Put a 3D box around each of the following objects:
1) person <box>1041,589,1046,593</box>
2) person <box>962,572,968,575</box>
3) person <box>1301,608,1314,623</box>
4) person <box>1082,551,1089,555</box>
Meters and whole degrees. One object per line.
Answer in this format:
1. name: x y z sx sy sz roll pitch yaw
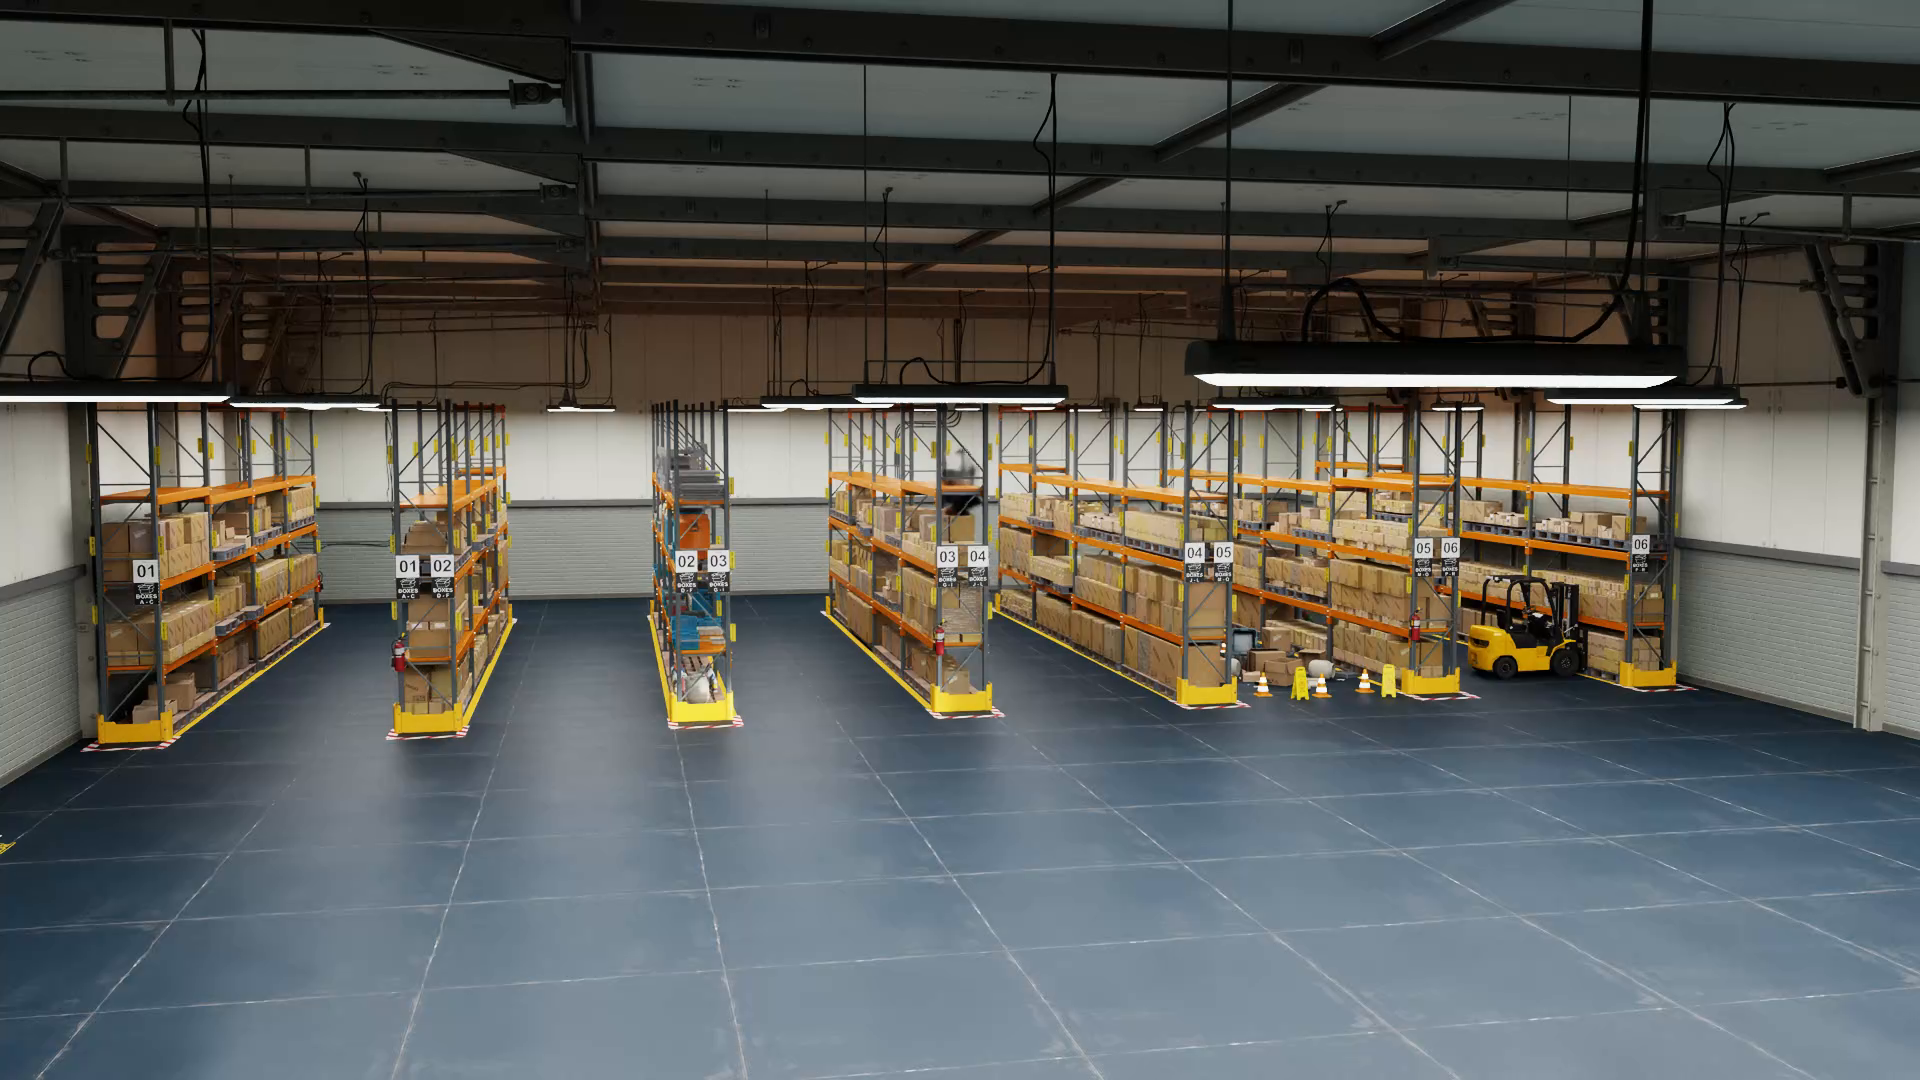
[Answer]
1. person: 2.649 1.051 50.773 0.920 1.687 0.582 -3 5 -37
2. person: 0.086 1.190 48.884 0.522 1.730 0.718 -3 5 -38
3. person: 9.256 1.457 44.363 0.662 1.770 0.993 -1 4 -15
4. person: 3.663 1.309 48.352 0.717 1.569 0.892 -2 5 -21
